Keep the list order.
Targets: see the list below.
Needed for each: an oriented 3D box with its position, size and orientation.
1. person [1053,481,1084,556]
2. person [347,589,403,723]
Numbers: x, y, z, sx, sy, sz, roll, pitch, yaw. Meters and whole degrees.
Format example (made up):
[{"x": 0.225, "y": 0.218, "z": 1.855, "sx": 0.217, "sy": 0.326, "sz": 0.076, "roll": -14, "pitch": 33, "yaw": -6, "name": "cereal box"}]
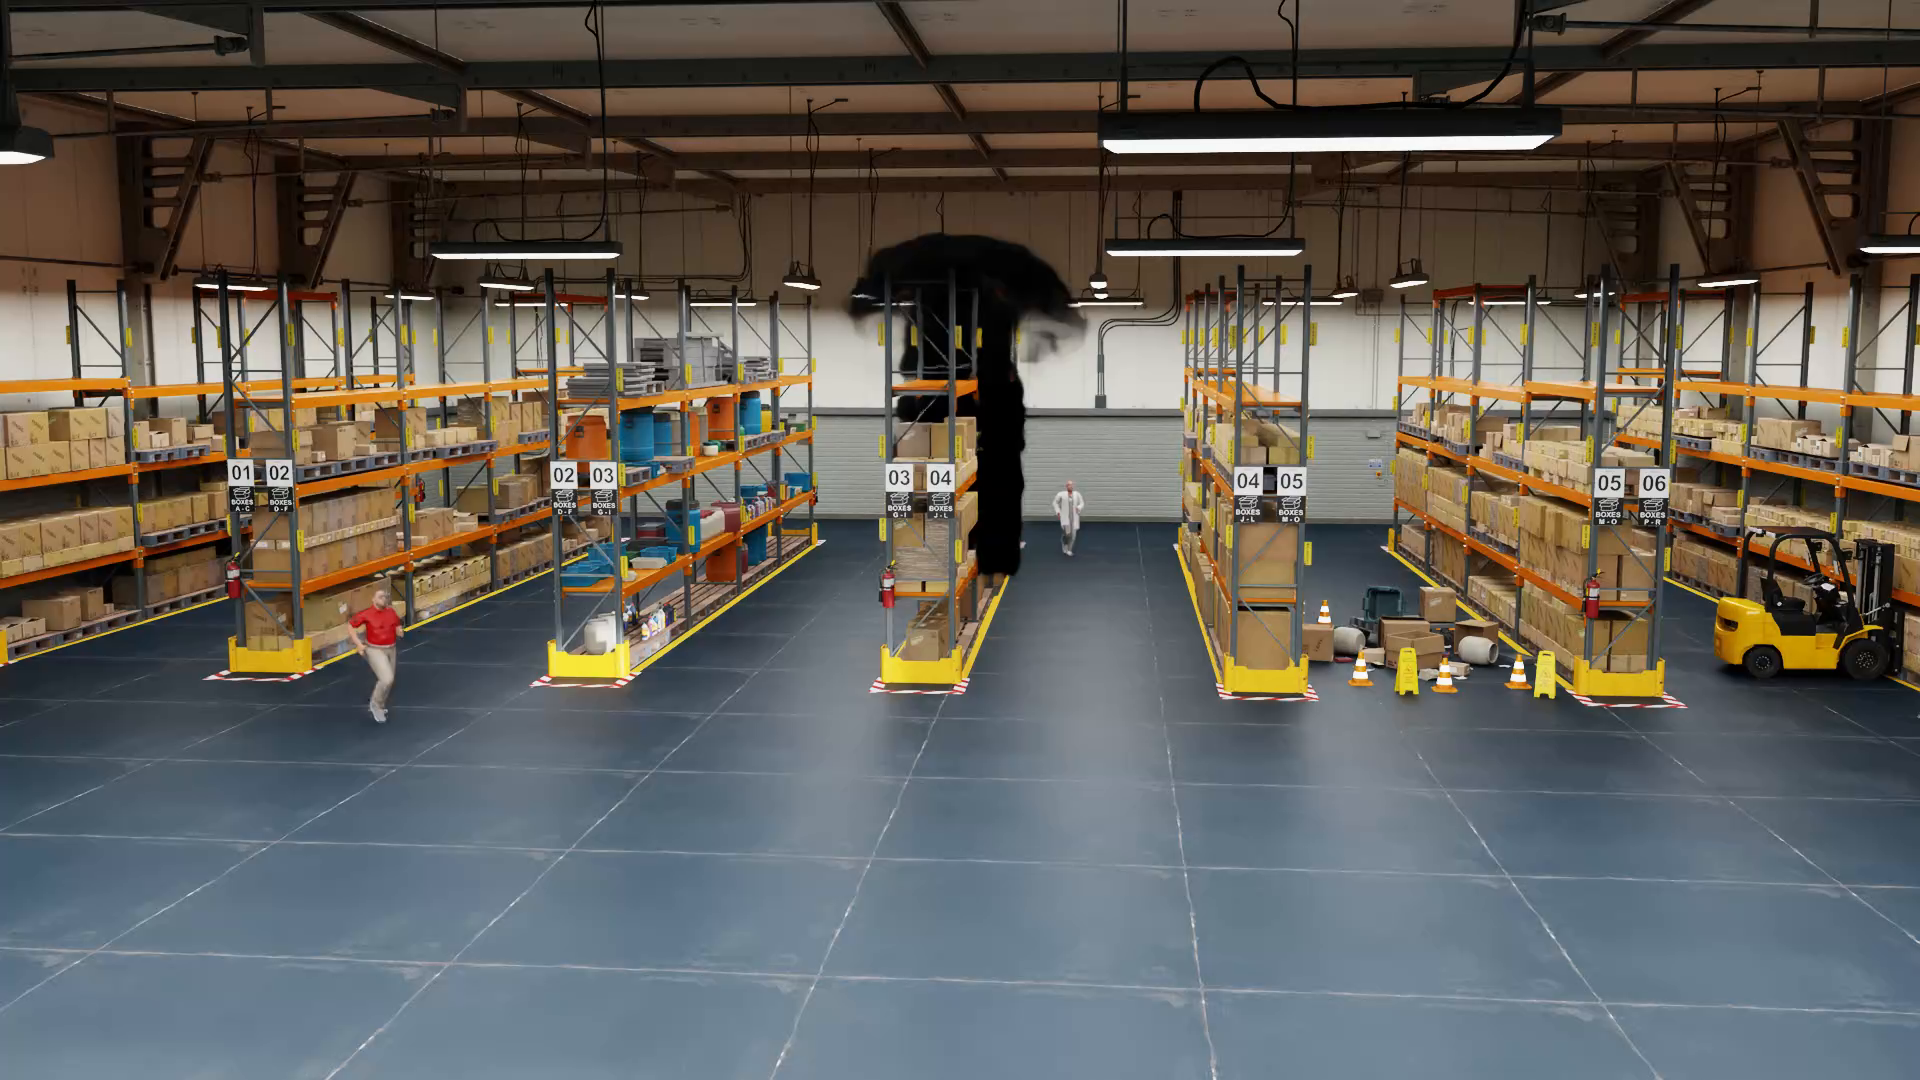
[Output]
[{"x": 2.518, "y": -0.390, "z": 38.166, "sx": 0.702, "sy": 1.532, "sz": 0.633, "roll": -1, "pitch": 7, "yaw": -10, "name": "person"}, {"x": -7.565, "y": 1.522, "z": 21.802, "sx": 0.711, "sy": 1.759, "sz": 0.639, "roll": 4, "pitch": 8, "yaw": 29, "name": "person"}]
